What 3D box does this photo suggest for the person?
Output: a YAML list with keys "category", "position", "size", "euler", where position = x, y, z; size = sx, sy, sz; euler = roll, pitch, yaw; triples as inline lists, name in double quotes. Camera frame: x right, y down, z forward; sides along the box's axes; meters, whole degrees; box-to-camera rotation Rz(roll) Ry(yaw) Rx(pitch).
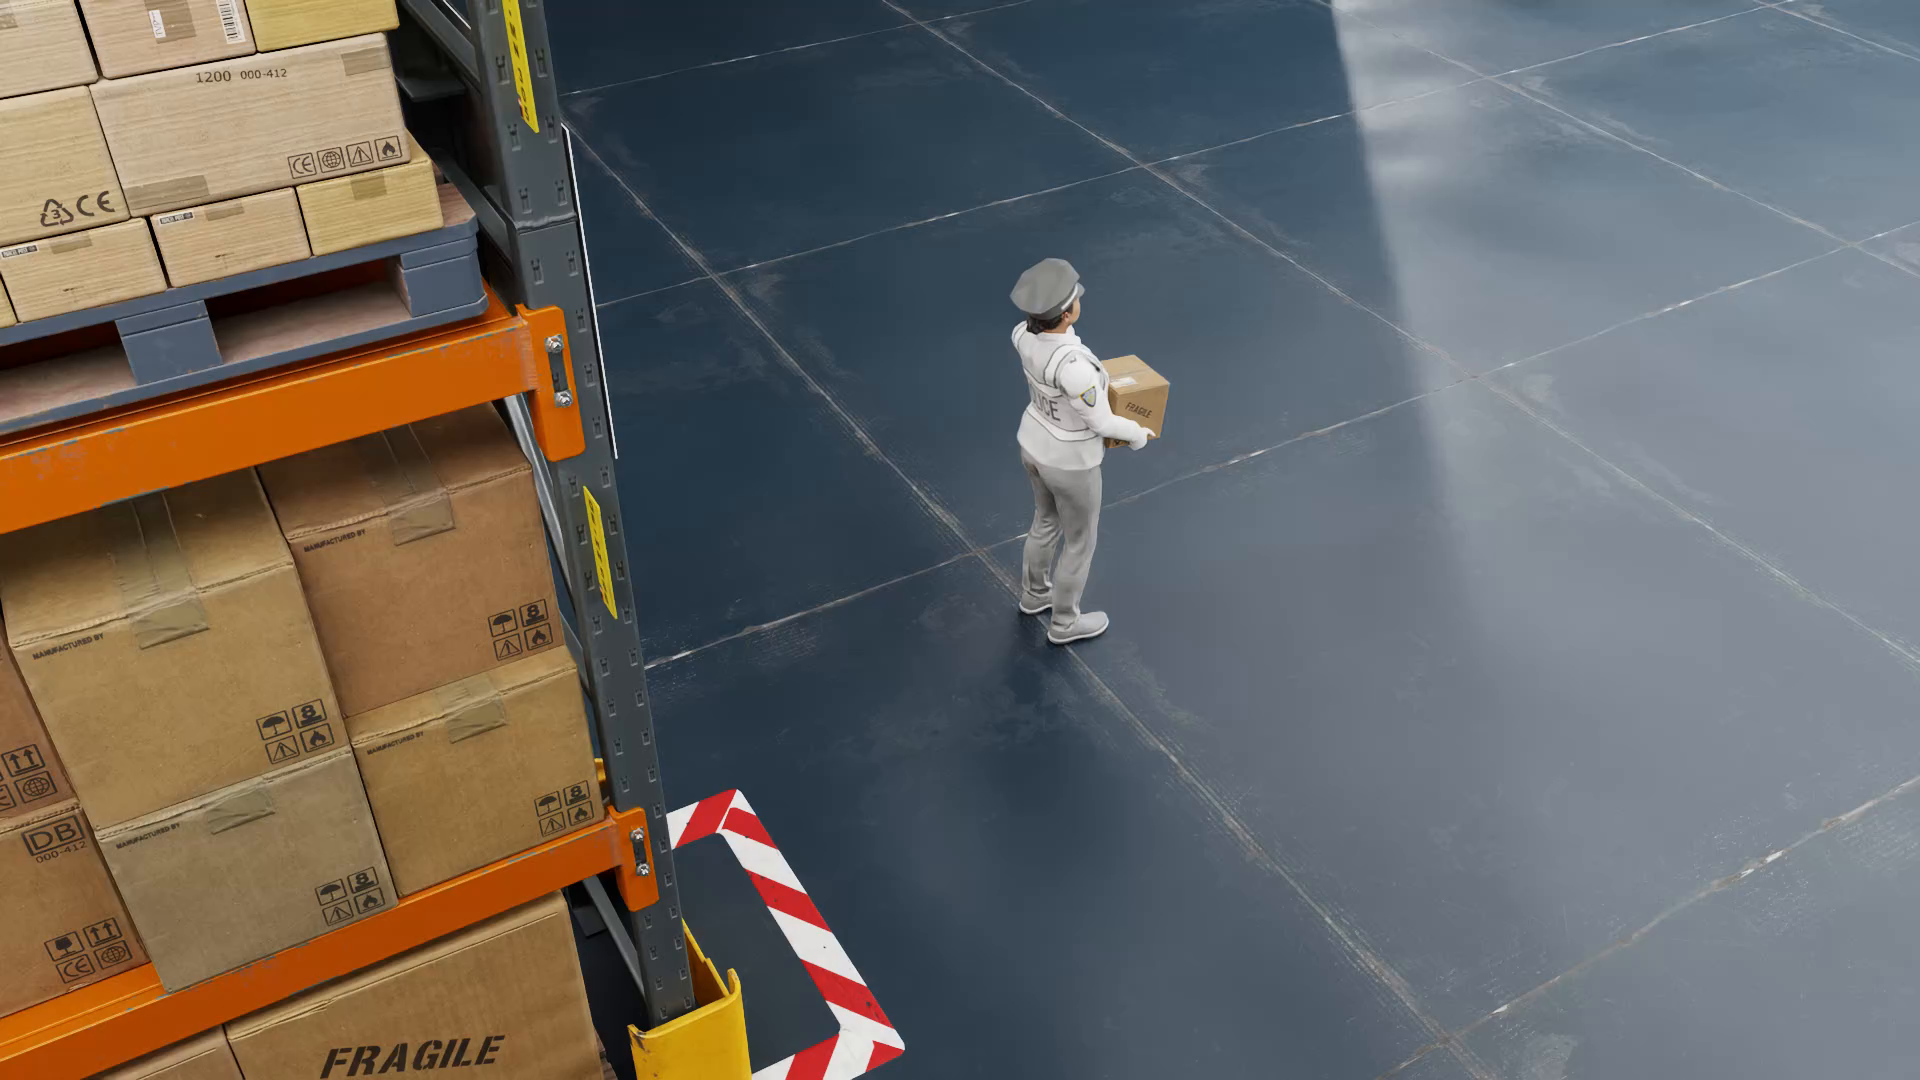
- category: "person"
  position: [0.461, -0.359, 6.604]
  size: [0.556, 1.687, 0.460]
  euler: [-19, 41, -23]
